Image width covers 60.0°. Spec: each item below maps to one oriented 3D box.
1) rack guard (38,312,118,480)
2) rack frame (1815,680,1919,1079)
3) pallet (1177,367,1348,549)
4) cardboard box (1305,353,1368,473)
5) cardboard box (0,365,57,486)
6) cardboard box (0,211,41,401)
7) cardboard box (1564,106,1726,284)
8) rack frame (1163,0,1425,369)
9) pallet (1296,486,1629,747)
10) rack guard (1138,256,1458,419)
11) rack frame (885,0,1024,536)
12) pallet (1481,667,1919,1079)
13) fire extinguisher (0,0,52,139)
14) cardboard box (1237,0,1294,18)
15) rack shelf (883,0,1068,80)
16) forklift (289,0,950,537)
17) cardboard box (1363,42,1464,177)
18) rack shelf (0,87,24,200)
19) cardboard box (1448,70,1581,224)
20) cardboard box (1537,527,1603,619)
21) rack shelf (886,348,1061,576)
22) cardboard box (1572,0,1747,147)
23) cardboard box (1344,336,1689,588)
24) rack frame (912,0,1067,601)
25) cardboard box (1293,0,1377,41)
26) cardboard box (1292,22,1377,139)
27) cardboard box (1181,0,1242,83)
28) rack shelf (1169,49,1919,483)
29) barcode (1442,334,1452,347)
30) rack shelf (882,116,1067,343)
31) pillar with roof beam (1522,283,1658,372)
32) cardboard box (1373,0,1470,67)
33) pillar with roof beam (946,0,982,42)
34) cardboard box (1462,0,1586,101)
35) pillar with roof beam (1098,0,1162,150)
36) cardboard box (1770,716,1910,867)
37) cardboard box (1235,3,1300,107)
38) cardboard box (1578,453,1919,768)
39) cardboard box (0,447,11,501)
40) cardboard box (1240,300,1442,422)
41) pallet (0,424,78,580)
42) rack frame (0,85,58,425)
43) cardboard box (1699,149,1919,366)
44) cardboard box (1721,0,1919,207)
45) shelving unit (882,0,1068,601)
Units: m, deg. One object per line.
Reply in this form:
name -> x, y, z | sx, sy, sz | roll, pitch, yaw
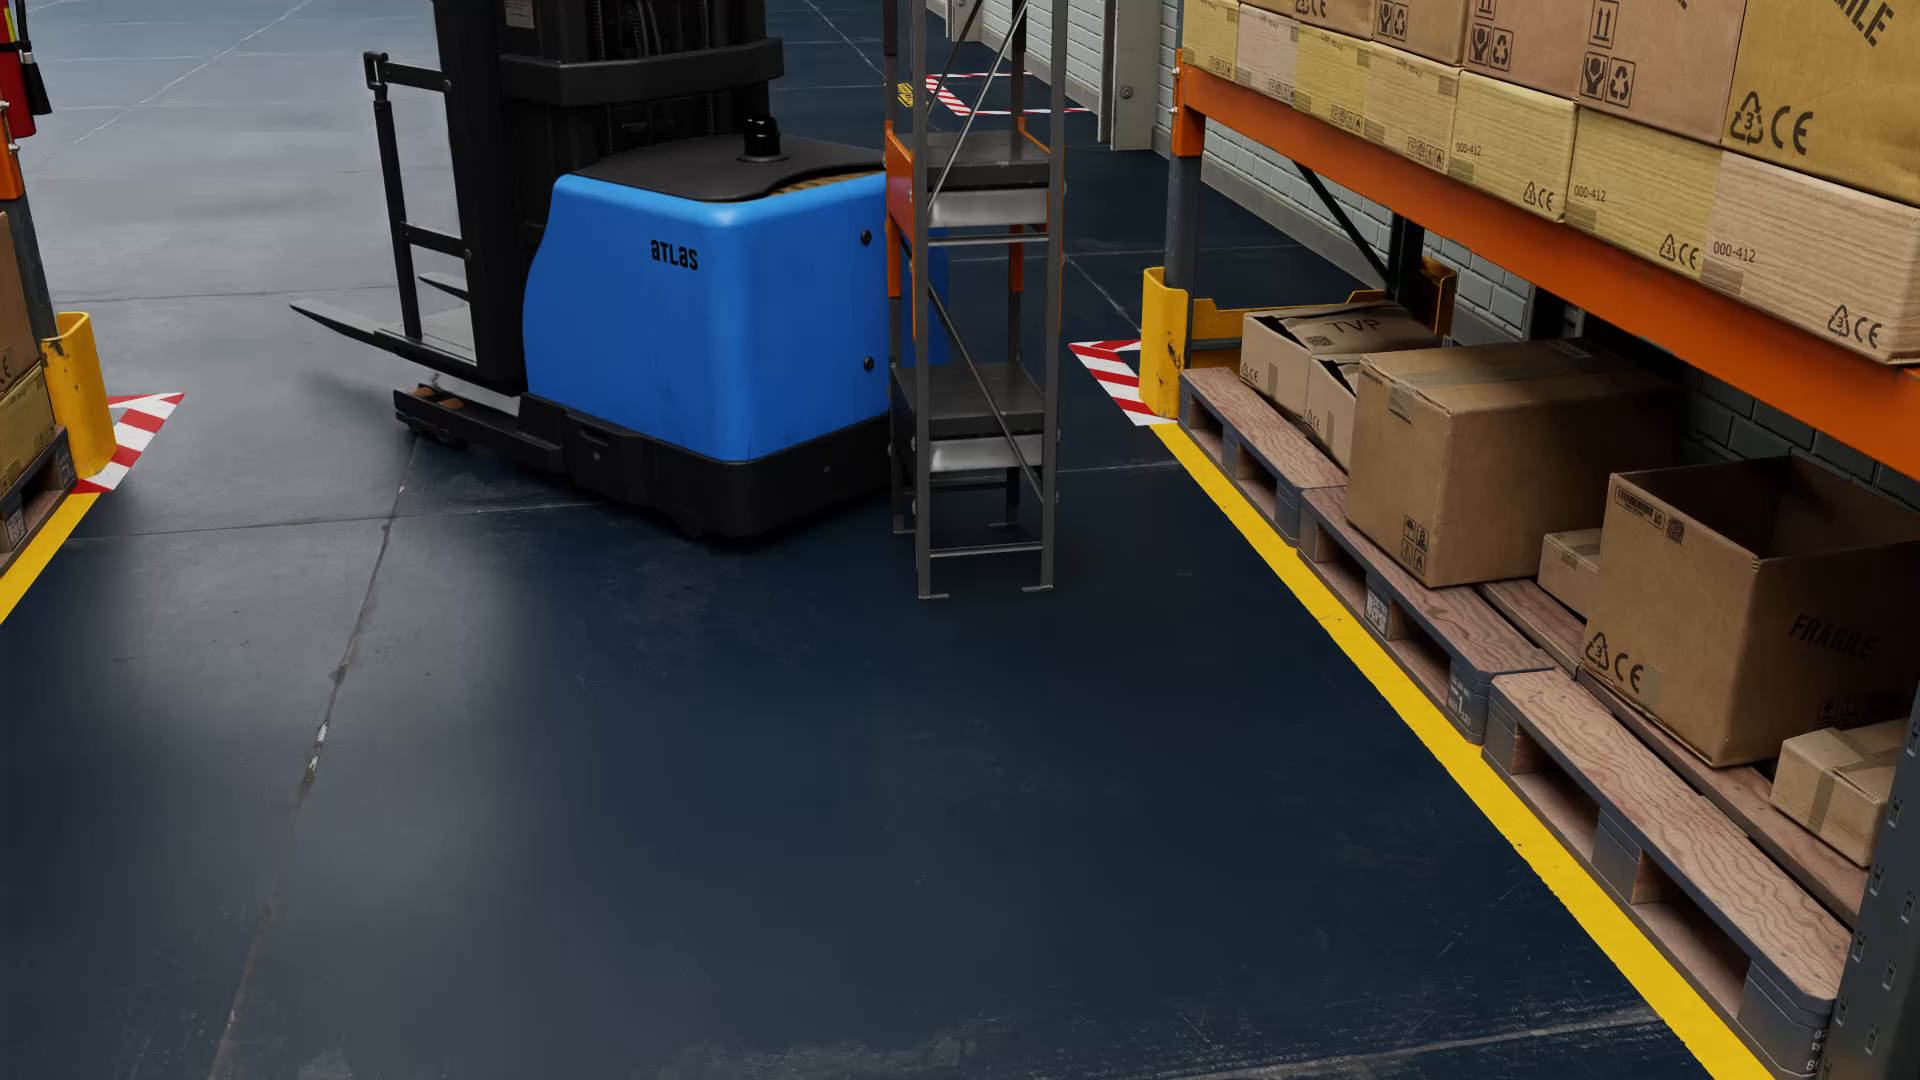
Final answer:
rack guard -> -3.588, -0.465, 5.690 | 1.175, 0.500, 0.348 | -4, 24, -10
rack frame -> 2.021, -0.395, 2.408 | 0.949, 2.616, 0.053 | -4, 24, -10
pallet -> 1.414, -0.339, 5.763 | 1.003, 0.211, 1.213 | -4, 24, -10
cardboard box -> 1.429, -0.435, 5.309 | 0.500, 0.311, 0.500 | -2, 24, -5
cardboard box -> -3.194, -0.344, 5.201 | 0.500, 0.250, 0.500 | -4, 24, -10
cardboard box -> -3.192, -0.688, 5.051 | 0.500, 0.500, 0.500 | -4, 24, -10
cardboard box -> 1.555, -0.697, 3.260 | 0.500, 0.250, 0.500 | -4, 24, -10
rack frame -> 1.284, -1.969, 6.011 | 1.000, 3.000, 0.127 | -4, 24, -10
pallet -> 1.636, 0.140, 4.666 | 1.003, 0.211, 1.213 | -4, 24, -10
rack guard -> 1.298, -0.794, 6.442 | 1.175, 0.500, 0.348 | -4, 24, -10
rack frame -> -0.015, -0.993, 4.900 | 0.400, 2.100, 0.015 | -4, 24, -10
pallet -> 1.865, 0.621, 3.565 | 1.003, 0.211, 1.213 | -4, 24, -10
fire extinguisher -> -3.149, -1.646, 5.368 | 0.296, 0.674, 0.183 | -4, 24, -10
cardboard box -> 1.159, -1.848, 4.959 | 0.500, 0.500, 0.500 | -4, 24, -10
rack shelf -> 0.031, -1.526, 4.406 | 0.431, 0.518, 0.480 | -4, 24, -10
forklift -> -1.456, -1.829, 5.775 | 3.031, 2.935, 1.130 | 20, 30, 37
cardboard box -> 1.352, -1.091, 4.163 | 0.500, 0.250, 0.500 | -4, 24, -9
rack shelf -> -3.213, -0.485, 3.511 | 1.077, 0.370, 4.000 | -4, 24, -10
cardboard box -> 1.446, -0.893, 3.710 | 0.500, 0.250, 0.500 | -4, 24, -10
cardboard box -> 1.748, 0.079, 4.335 | 0.380, 0.149, 0.250 | -6, 24, -14
rack shelf -> 0.031, -0.243, 4.966 | 0.431, 0.518, 0.480 | -4, 24, -10
cardboard box -> 1.535, -1.039, 3.106 | 0.500, 0.500, 0.500 | -4, 24, -10
cardboard box -> 1.516, -0.230, 4.602 | 0.700, 0.500, 0.500 | -6, 24, -13
rack frame -> 0.076, -0.801, 4.461 | 0.400, 2.100, 0.015 | -4, 24, -10
cardboard box -> 1.248, -1.644, 4.492 | 0.500, 0.500, 0.500 | -5, 24, -11
cardboard box -> 1.261, -1.290, 4.618 | 0.500, 0.250, 0.500 | -5, 24, -11
cardboard box -> 1.063, -1.694, 5.543 | 0.500, 0.250, 0.500 | -5, 24, -11
rack shelf -> 1.654, -0.853, 4.353 | 1.077, 0.370, 4.000 | -4, 24, -10
barcode -> 1.720, -0.686, 5.872 | 0.001, 0.075, 0.075 | -4, 24, -10
rack shelf -> 0.031, -0.885, 4.686 | 0.431, 0.518, 0.480 | -4, 24, -10
pillar with roof beam -> -1.967, -4.188, 3.597 | 9.100, 9.000, 0.400 | -4, 24, -10
cardboard box -> 1.355, -1.442, 4.030 | 0.500, 0.500, 0.500 | -4, 24, -8
pillar with roof beam -> -4.186, -8.908, 14.404 | 9.100, 9.000, 0.400 | -4, 24, -10
cardboard box -> 1.452, -1.238, 3.561 | 0.500, 0.500, 0.500 | -5, 24, -11
pillar with roof beam -> -3.076, -6.548, 9.000 | 9.100, 9.000, 0.400 | -4, 24, -10
cardboard box -> 1.896, 0.493, 3.364 | 0.380, 0.166, 0.250 | -8, 25, -17
cardboard box -> 1.173, -1.491, 5.078 | 0.500, 0.250, 0.500 | -5, 24, -11
cardboard box -> 1.793, 0.143, 3.748 | 0.500, 0.500, 0.500 | -6, 24, -14
cardboard box -> -3.089, -0.148, 4.753 | 0.500, 0.250, 0.500 | -4, 24, -10
cardboard box -> 1.324, -0.660, 5.822 | 0.500, 0.311, 0.500 | -7, 25, -16
pallet -> -3.401, -0.025, 5.044 | 1.003, 0.211, 1.213 | -4, 24, -10
rack frame -> -3.583, -1.601, 5.168 | 1.000, 3.000, 0.127 | -4, 24, -10
cardboard box -> 1.639, -0.500, 2.809 | 0.500, 0.250, 0.500 | -4, 24, -10
cardboard box -> 1.633, -0.843, 2.657 | 0.500, 0.500, 0.500 | -4, 24, -10
shelving unit -> 0.031, -0.897, 4.681 | 0.431, 2.100, 0.503 | -4, 24, -10
